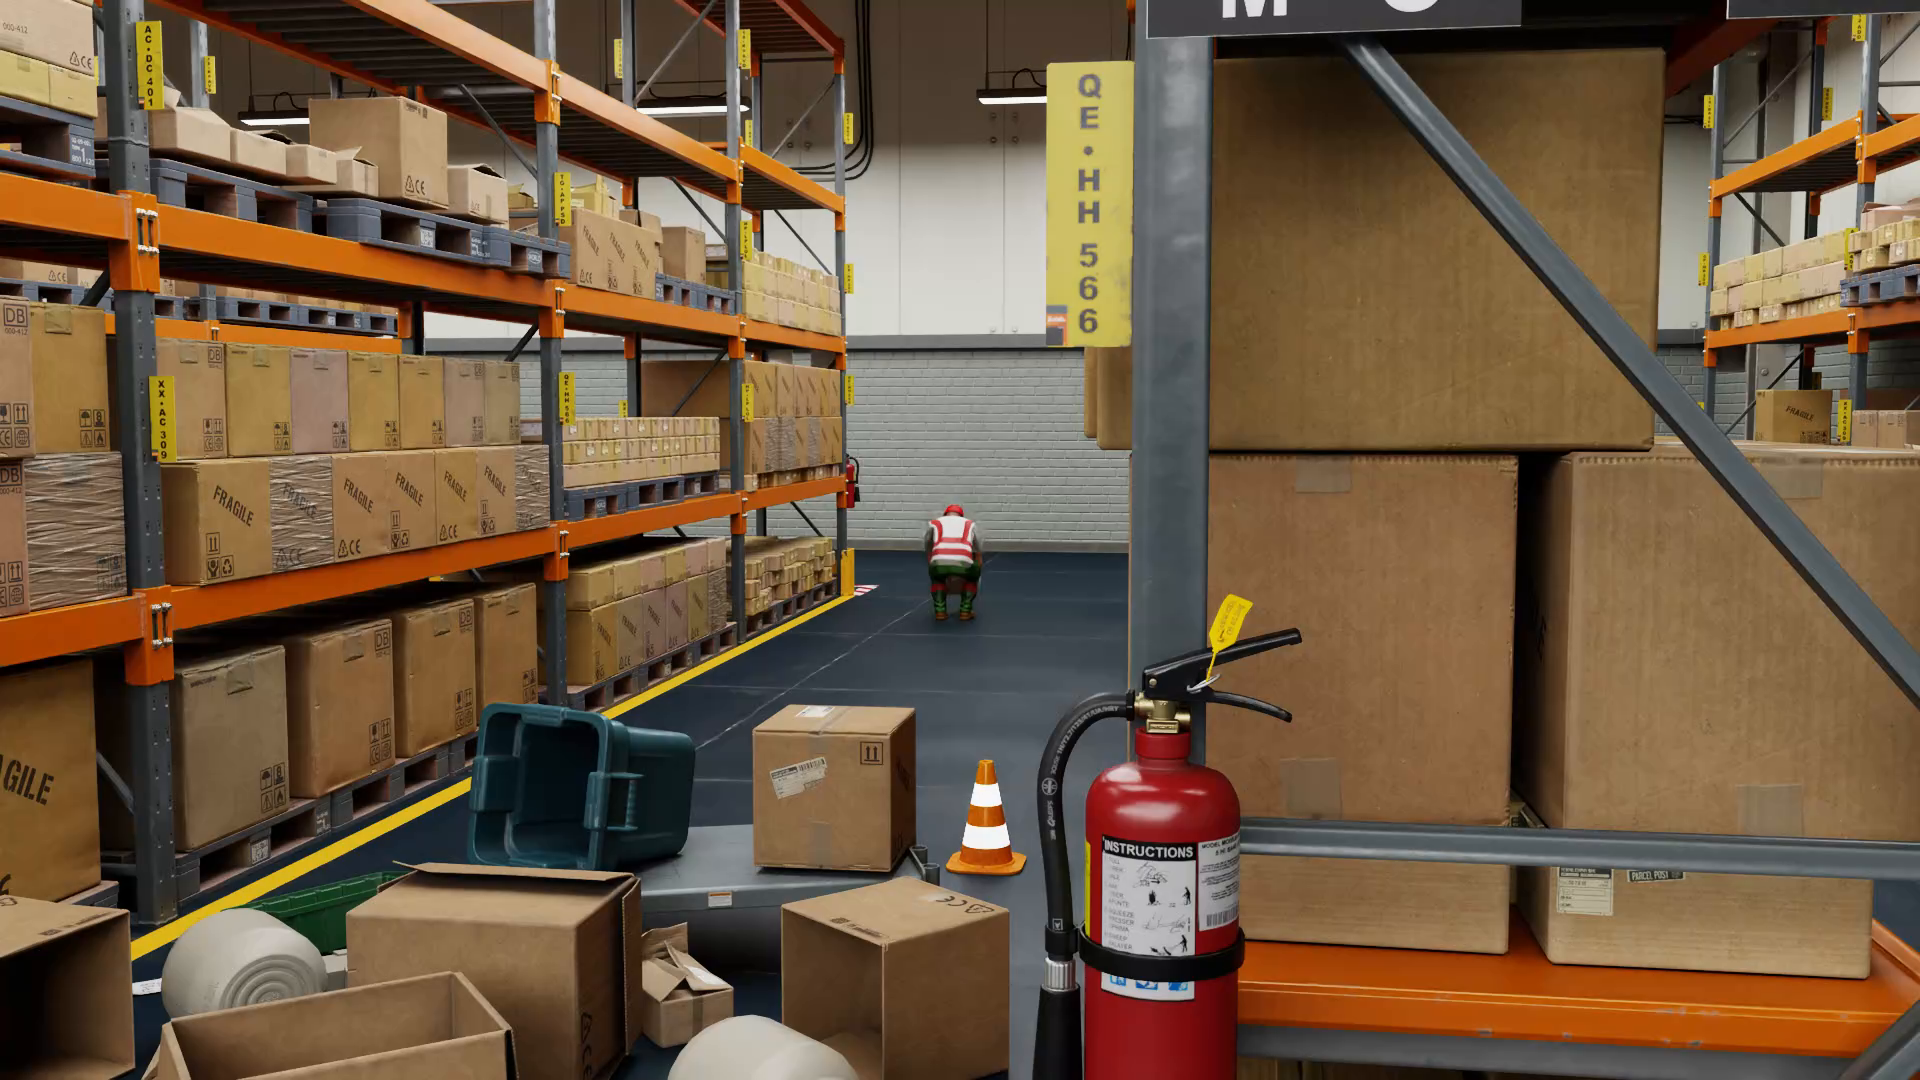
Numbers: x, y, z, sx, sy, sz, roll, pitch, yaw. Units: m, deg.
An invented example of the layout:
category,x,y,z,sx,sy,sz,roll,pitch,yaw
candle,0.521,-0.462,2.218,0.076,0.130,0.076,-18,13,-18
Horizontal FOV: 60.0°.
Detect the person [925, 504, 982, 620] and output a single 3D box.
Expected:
category,x,y,z,sx,sy,sz,roll,pitch,yaw
person,-0.082,0.215,16.180,0.574,1.093,0.857,1,4,9
